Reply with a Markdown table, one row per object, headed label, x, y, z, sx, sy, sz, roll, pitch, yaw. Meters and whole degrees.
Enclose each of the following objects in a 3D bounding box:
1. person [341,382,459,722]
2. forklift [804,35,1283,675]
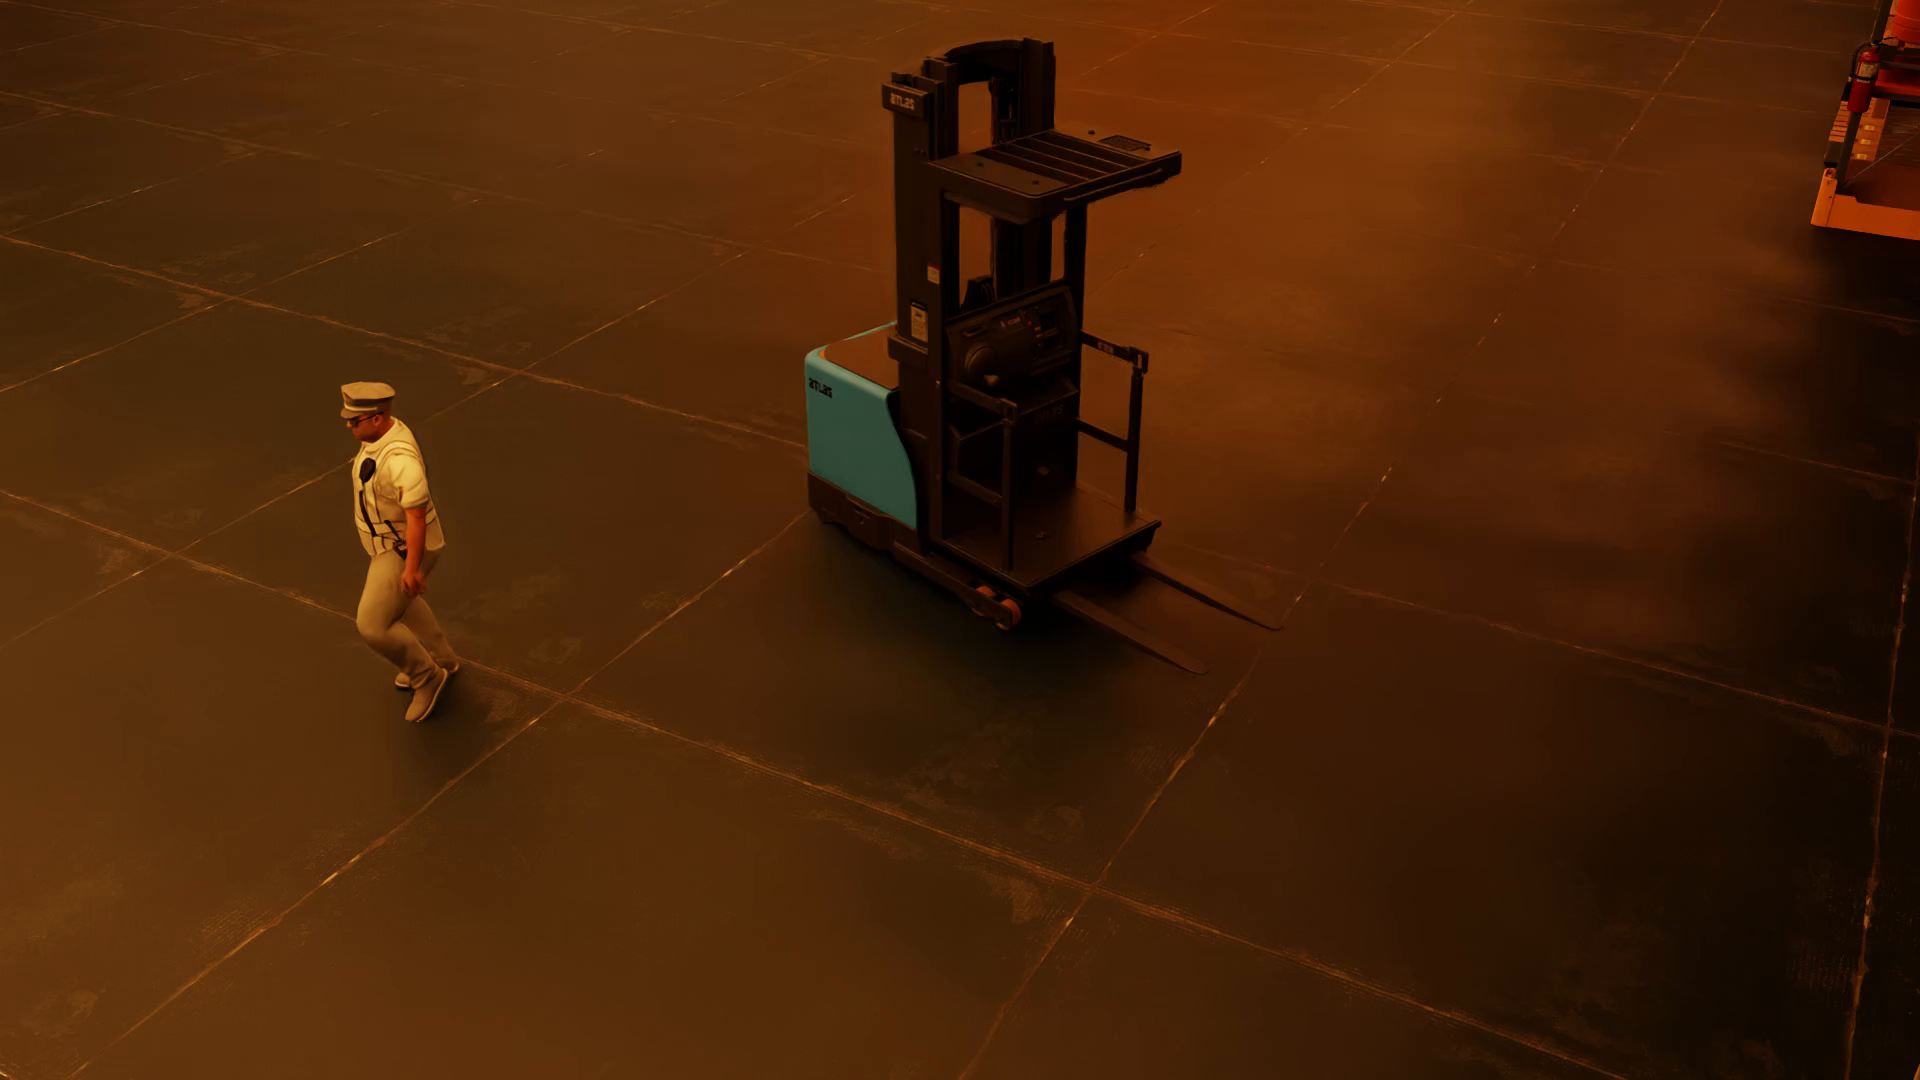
| label | x | y | z | sx | sy | sz | roll | pitch | yaw |
| --- | --- | --- | --- | --- | --- | --- | --- | --- | --- |
| person | -2.814 | 0.047 | 8.224 | 0.496 | 1.771 | 0.650 | -15 | 33 | -25 |
| forklift | 0.435 | -1.065 | 8.916 | 1.130 | 2.935 | 3.031 | -25 | 38 | -36 |
